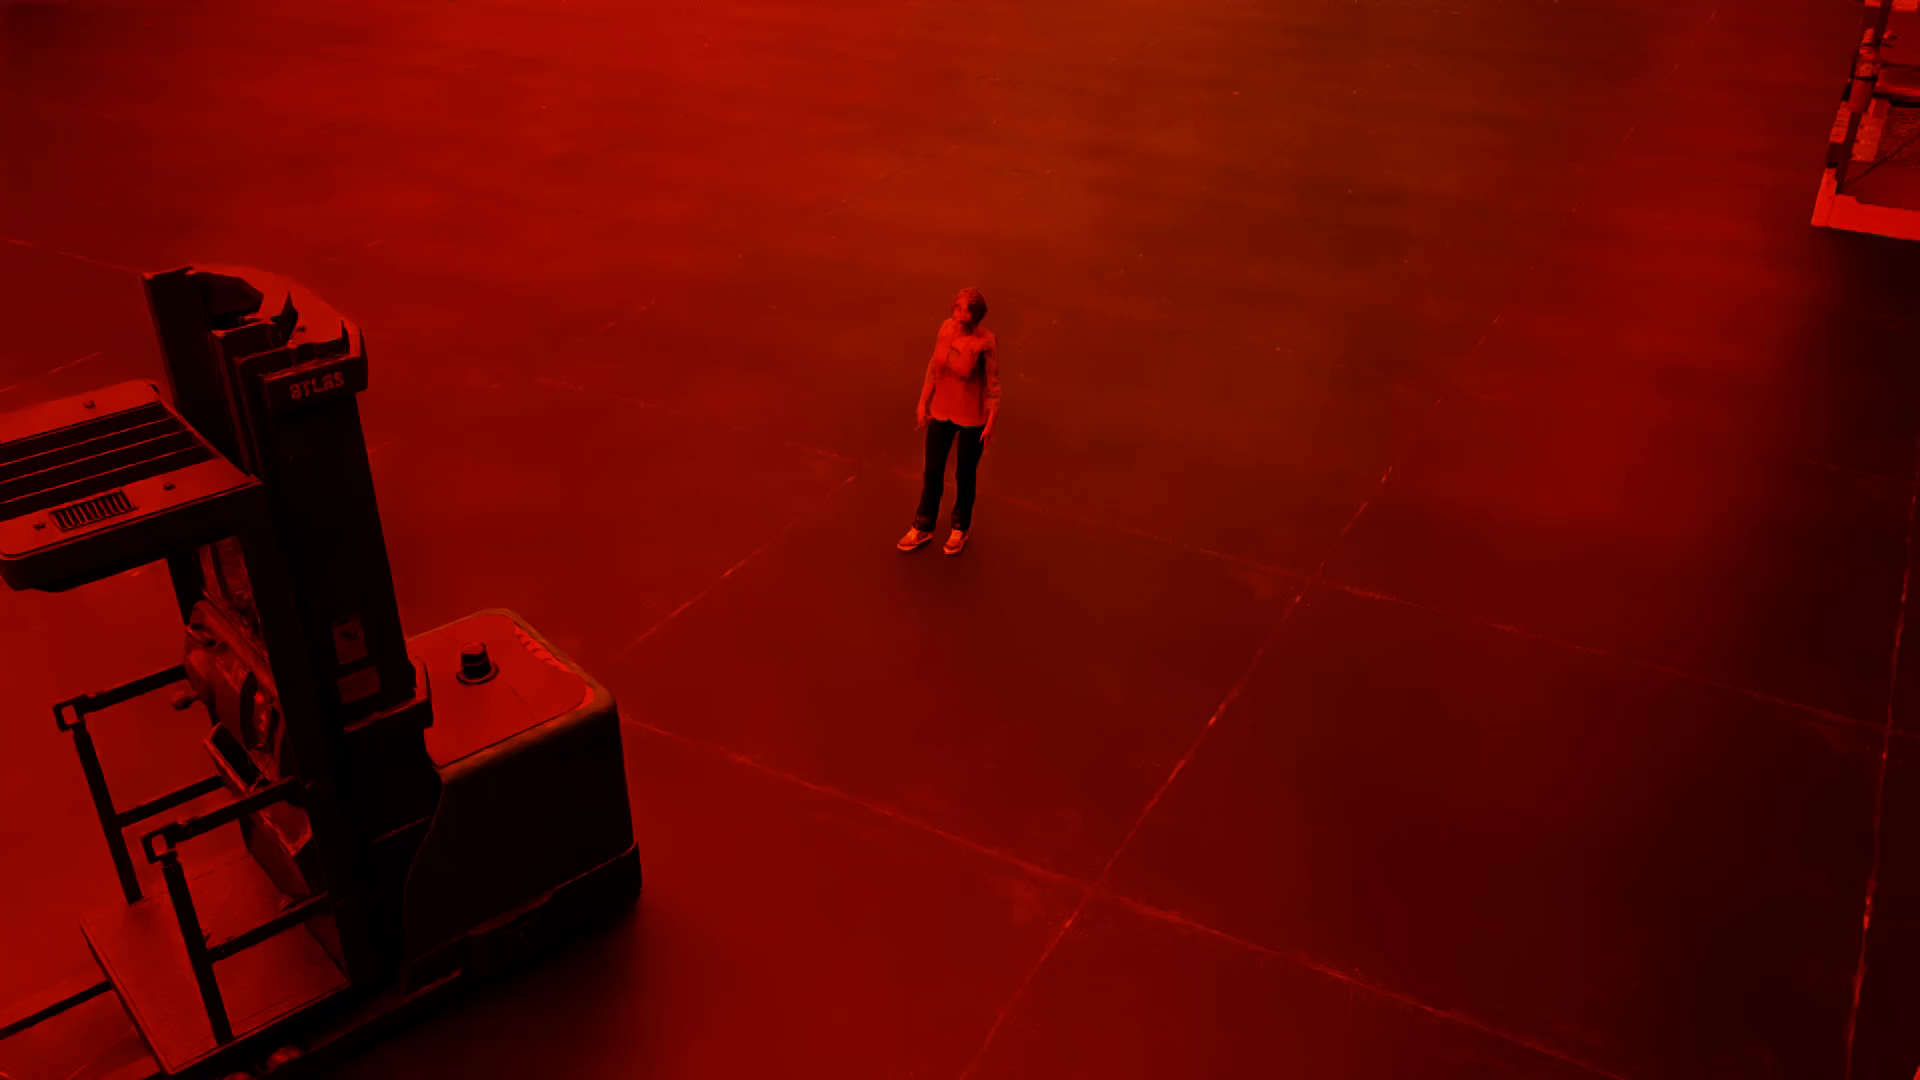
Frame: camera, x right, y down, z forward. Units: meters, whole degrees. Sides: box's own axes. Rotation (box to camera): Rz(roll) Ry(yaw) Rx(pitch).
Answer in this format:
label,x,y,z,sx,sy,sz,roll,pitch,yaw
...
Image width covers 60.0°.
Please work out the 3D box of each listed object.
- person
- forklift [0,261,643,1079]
label,x,y,z,sx,sy,sz,roll,pitch,yaw
person,-0.048,-0.669,9.550,0.520,1.597,0.474,15,33,25
forklift,-2.829,0.600,6.030,3.031,2.935,1.130,-24,37,-35
